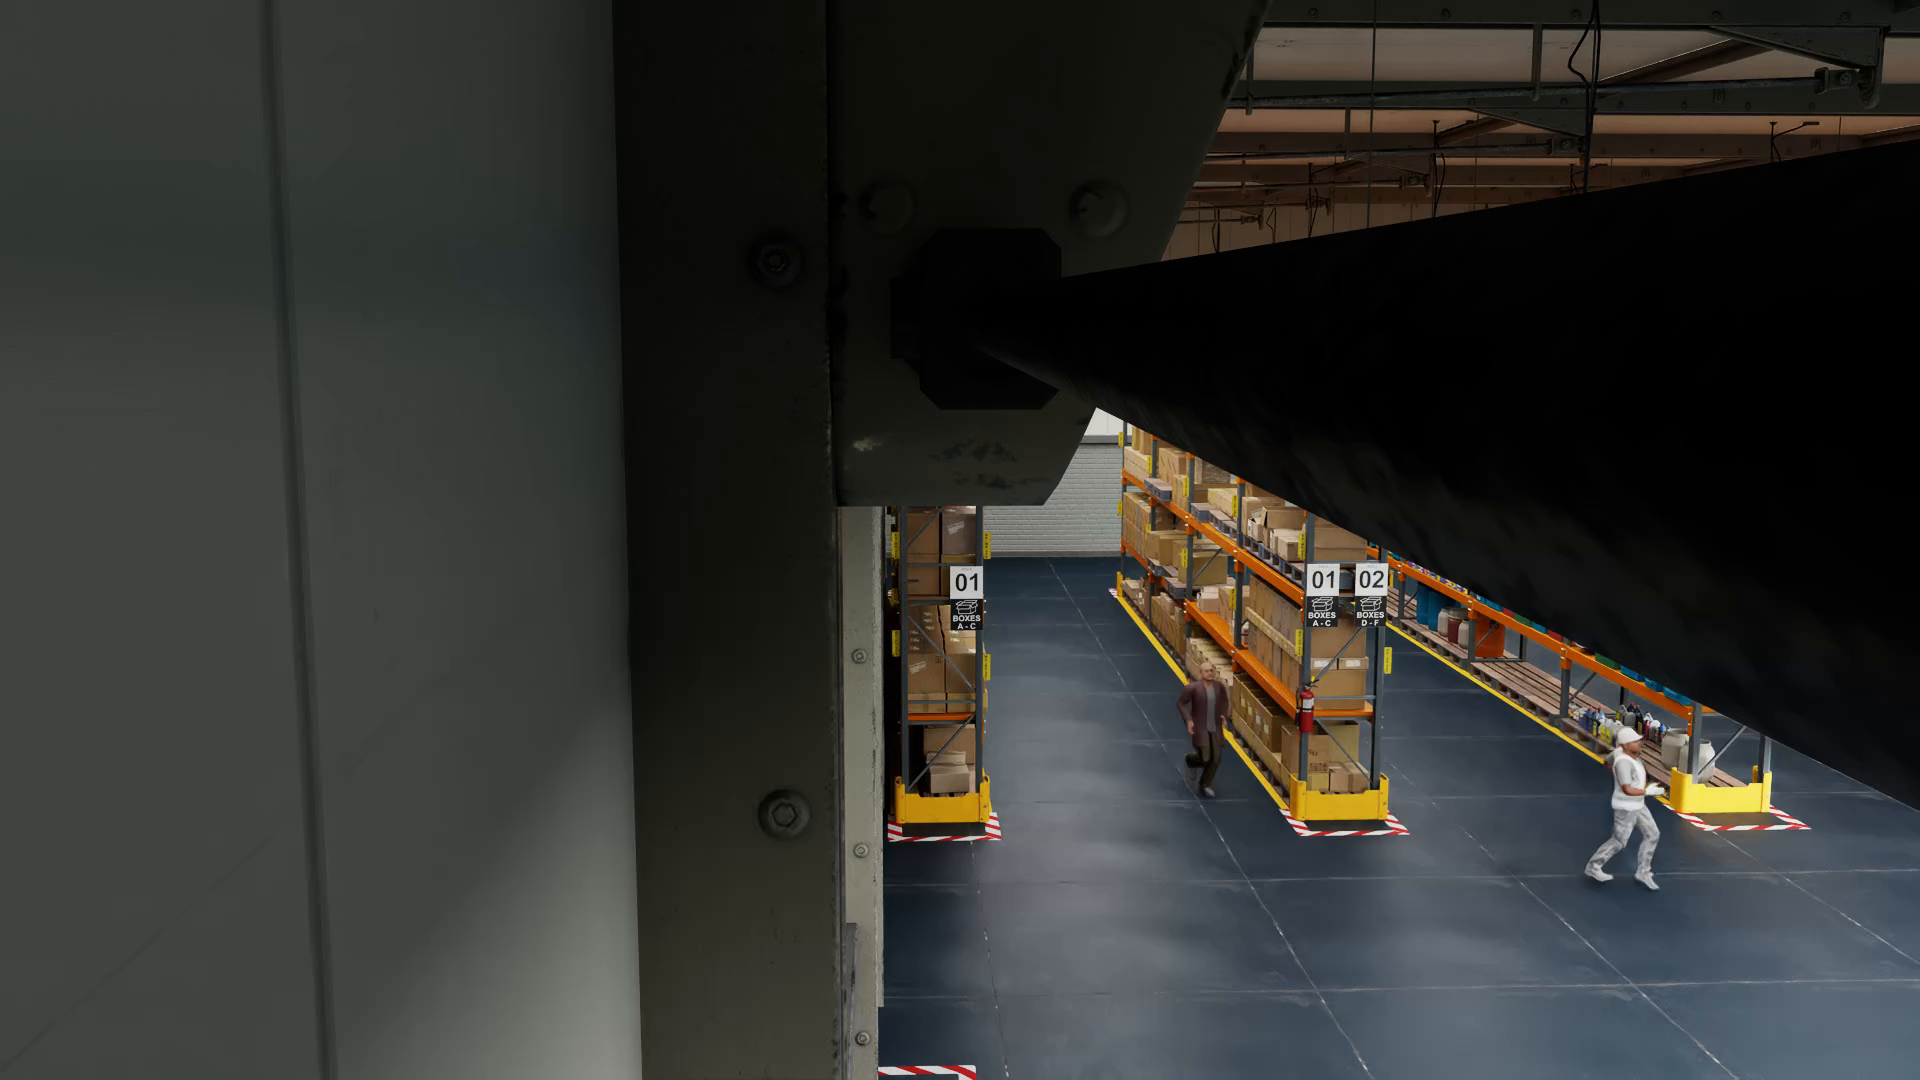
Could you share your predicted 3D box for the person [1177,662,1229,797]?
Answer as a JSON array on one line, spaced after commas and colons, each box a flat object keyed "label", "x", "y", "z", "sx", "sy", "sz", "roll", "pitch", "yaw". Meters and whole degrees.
[{"label": "person", "x": 3.195, "y": 2.490, "z": 21.690, "sx": 0.709, "sy": 1.652, "sz": 0.640, "roll": -2, "pitch": 8, "yaw": -16}]

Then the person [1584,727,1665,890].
[{"label": "person", "x": 7.282, "y": 2.931, "z": 18.164, "sx": 0.775, "sy": 1.818, "sz": 0.691, "roll": 4, "pitch": 9, "yaw": 29}]
